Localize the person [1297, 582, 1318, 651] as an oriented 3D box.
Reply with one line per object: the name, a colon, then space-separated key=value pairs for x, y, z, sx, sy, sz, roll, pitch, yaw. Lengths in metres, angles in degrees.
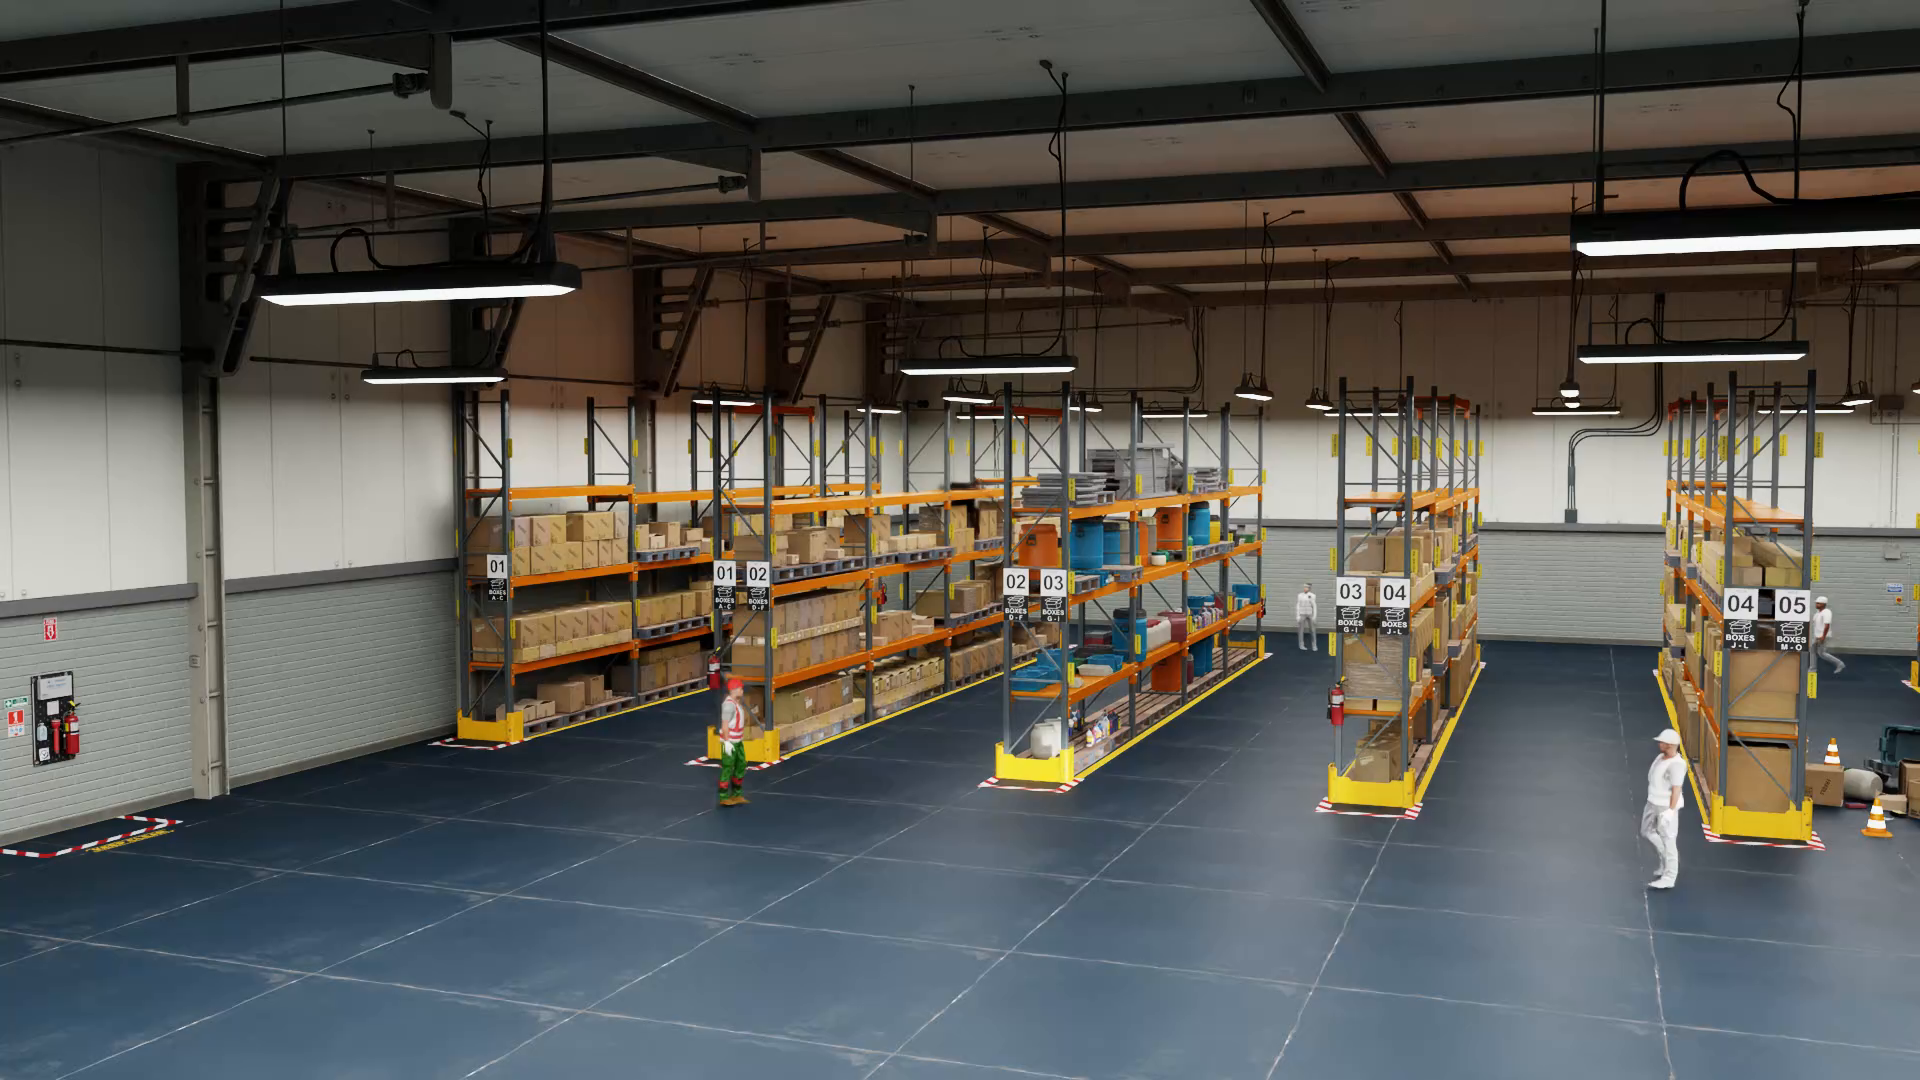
person: x=8.640 y=1.885 z=41.366 sx=0.511 sy=1.694 sz=0.391 roll=1 pitch=3 yaw=10

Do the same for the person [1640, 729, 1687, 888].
person: x=8.062 y=3.048 z=19.066 sx=0.484 sy=1.784 sz=0.643 roll=0 pitch=3 yaw=-6

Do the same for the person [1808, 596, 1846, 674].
person: x=19.027 y=2.109 z=36.637 sx=0.866 sy=1.729 sz=0.599 roll=1 pitch=3 yaw=18

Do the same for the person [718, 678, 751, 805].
person: x=-3.191 y=2.846 z=23.321 sx=0.421 sy=1.817 sz=0.645 roll=0 pitch=3 yaw=8
